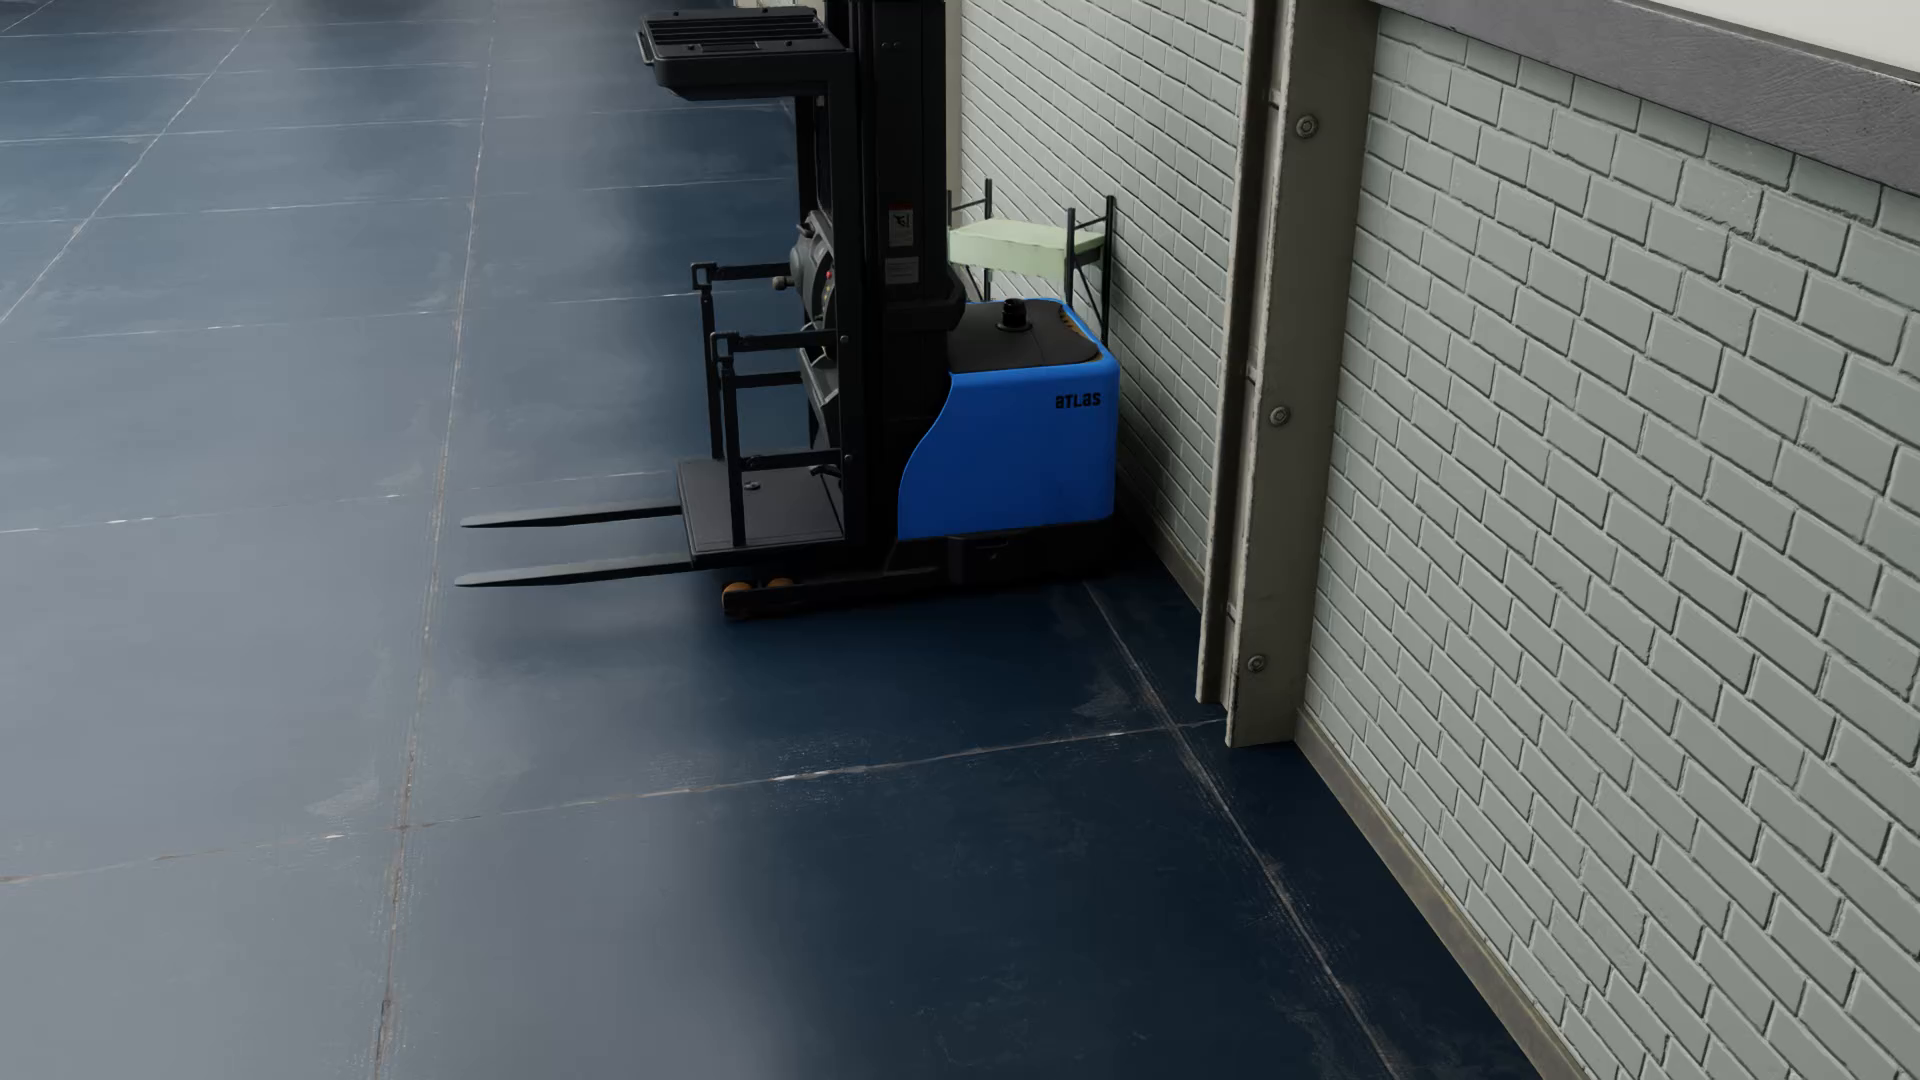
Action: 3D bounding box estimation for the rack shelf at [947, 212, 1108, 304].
[{"bbox_3d":[0.341,-1.407,8.470,0.720,0.370,0.431,16,27,32],"label":"rack shelf"}]

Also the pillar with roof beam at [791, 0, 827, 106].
[{"bbox_3d":[-5.721,-8.124,14.358,9.100,9.000,0.400,-6,27,-12],"label":"pillar with roof beam"}]

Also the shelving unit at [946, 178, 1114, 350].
[{"bbox_3d":[0.340,-1.048,8.623,0.755,1.500,0.431,16,27,32],"label":"shelving unit"}]

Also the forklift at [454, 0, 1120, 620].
[{"bbox_3d":[-0.836,-1.209,7.392,3.031,2.935,1.130,-6,27,-11],"label":"forklift"}]

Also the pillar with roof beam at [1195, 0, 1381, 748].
[{"bbox_3d":[-3.017,-2.856,3.921,9.100,9.000,0.400,-6,27,-12],"label":"pillar with roof beam"}]

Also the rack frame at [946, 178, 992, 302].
[{"bbox_3d":[0.041,-1.131,8.816,0.023,1.500,0.400,16,27,32],"label":"rack frame"}]

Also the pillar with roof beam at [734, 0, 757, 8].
[{"bbox_3d":[-7.073,-10.758,19.577,9.100,9.000,0.400,-6,27,-12],"label":"pillar with roof beam"}]

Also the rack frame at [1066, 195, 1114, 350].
[{"bbox_3d":[0.639,-0.965,8.429,0.023,1.500,0.400,16,27,32],"label":"rack frame"}]

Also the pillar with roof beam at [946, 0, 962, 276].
[{"bbox_3d":[-4.369,-5.490,9.140,9.100,9.000,0.400,-6,27,-12],"label":"pillar with roof beam"}]
